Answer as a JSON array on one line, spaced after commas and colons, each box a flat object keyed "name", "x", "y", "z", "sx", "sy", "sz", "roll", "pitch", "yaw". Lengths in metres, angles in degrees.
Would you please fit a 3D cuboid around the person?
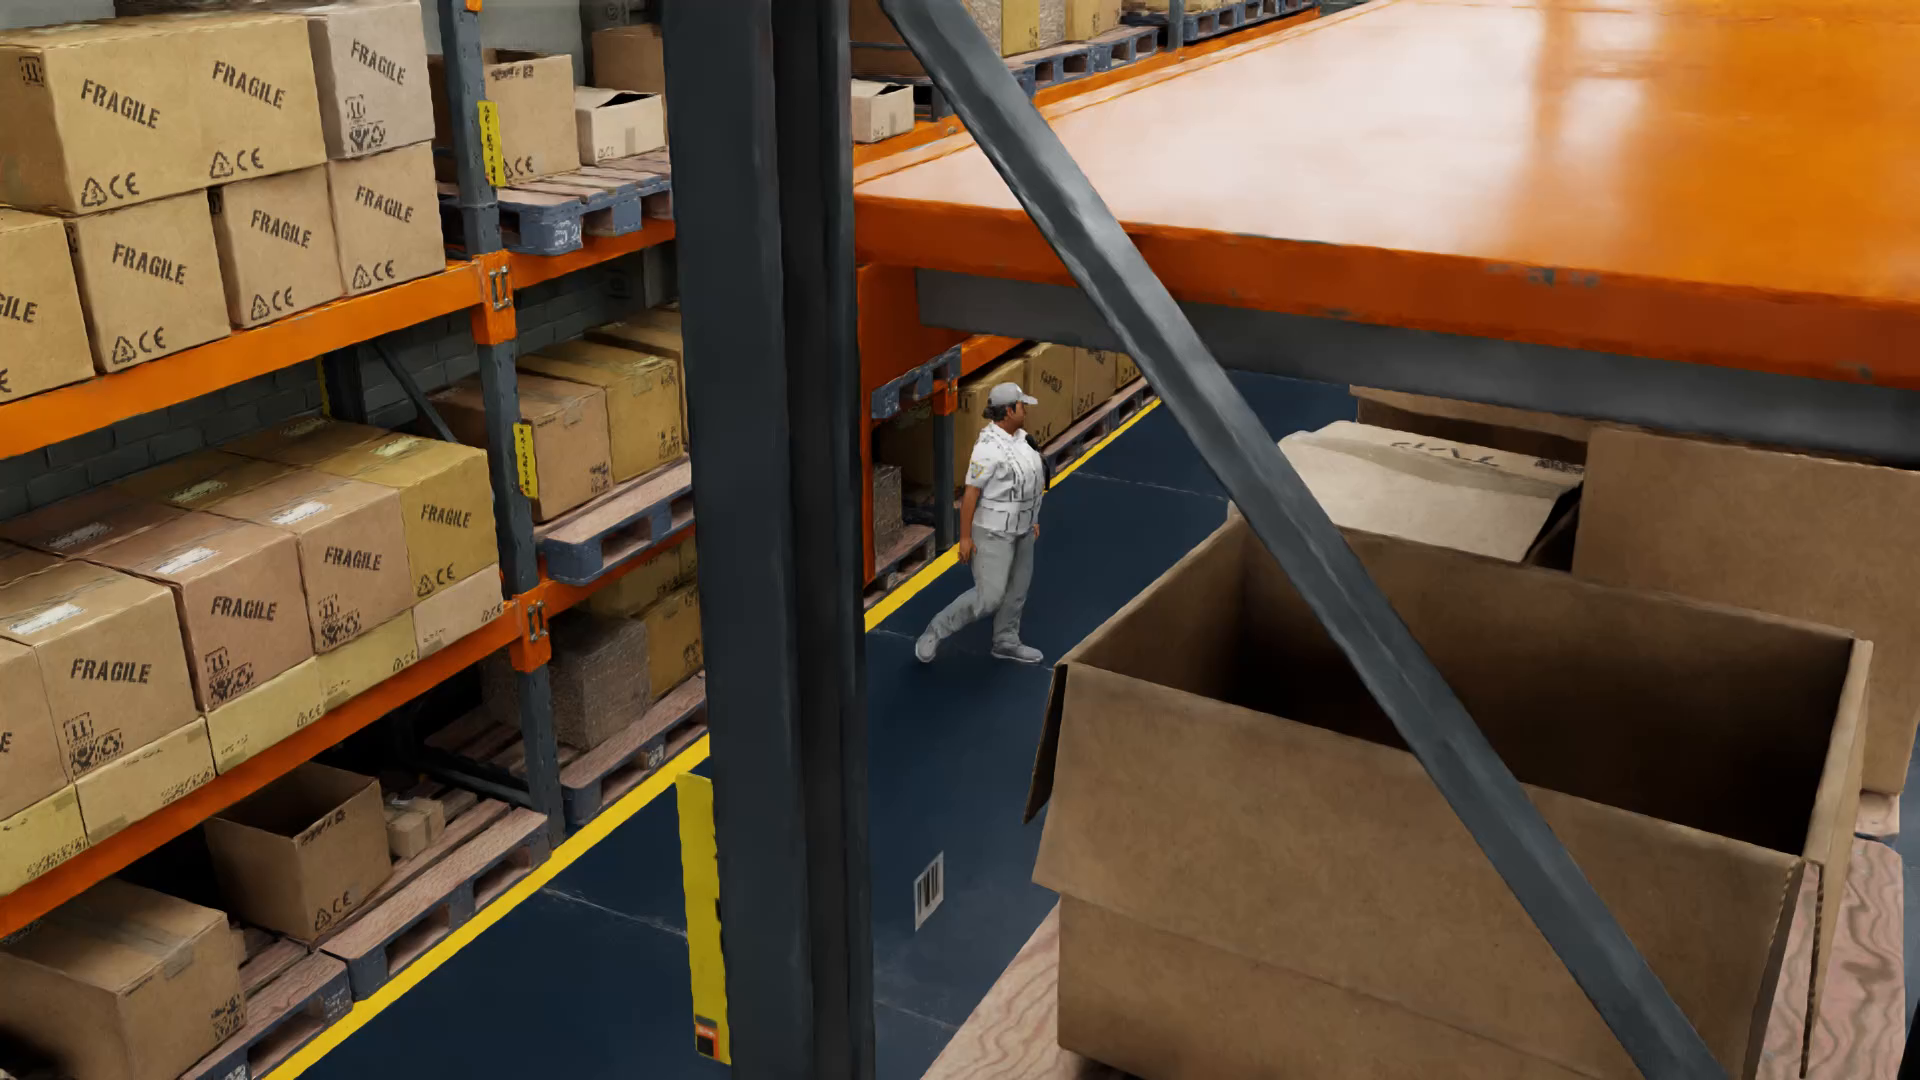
[{"name": "person", "x": 0.129, "y": -0.057, "z": 9.238, "sx": 0.587, "sy": 1.659, "sz": 0.681, "roll": 12, "pitch": 26, "yaw": 26}]
